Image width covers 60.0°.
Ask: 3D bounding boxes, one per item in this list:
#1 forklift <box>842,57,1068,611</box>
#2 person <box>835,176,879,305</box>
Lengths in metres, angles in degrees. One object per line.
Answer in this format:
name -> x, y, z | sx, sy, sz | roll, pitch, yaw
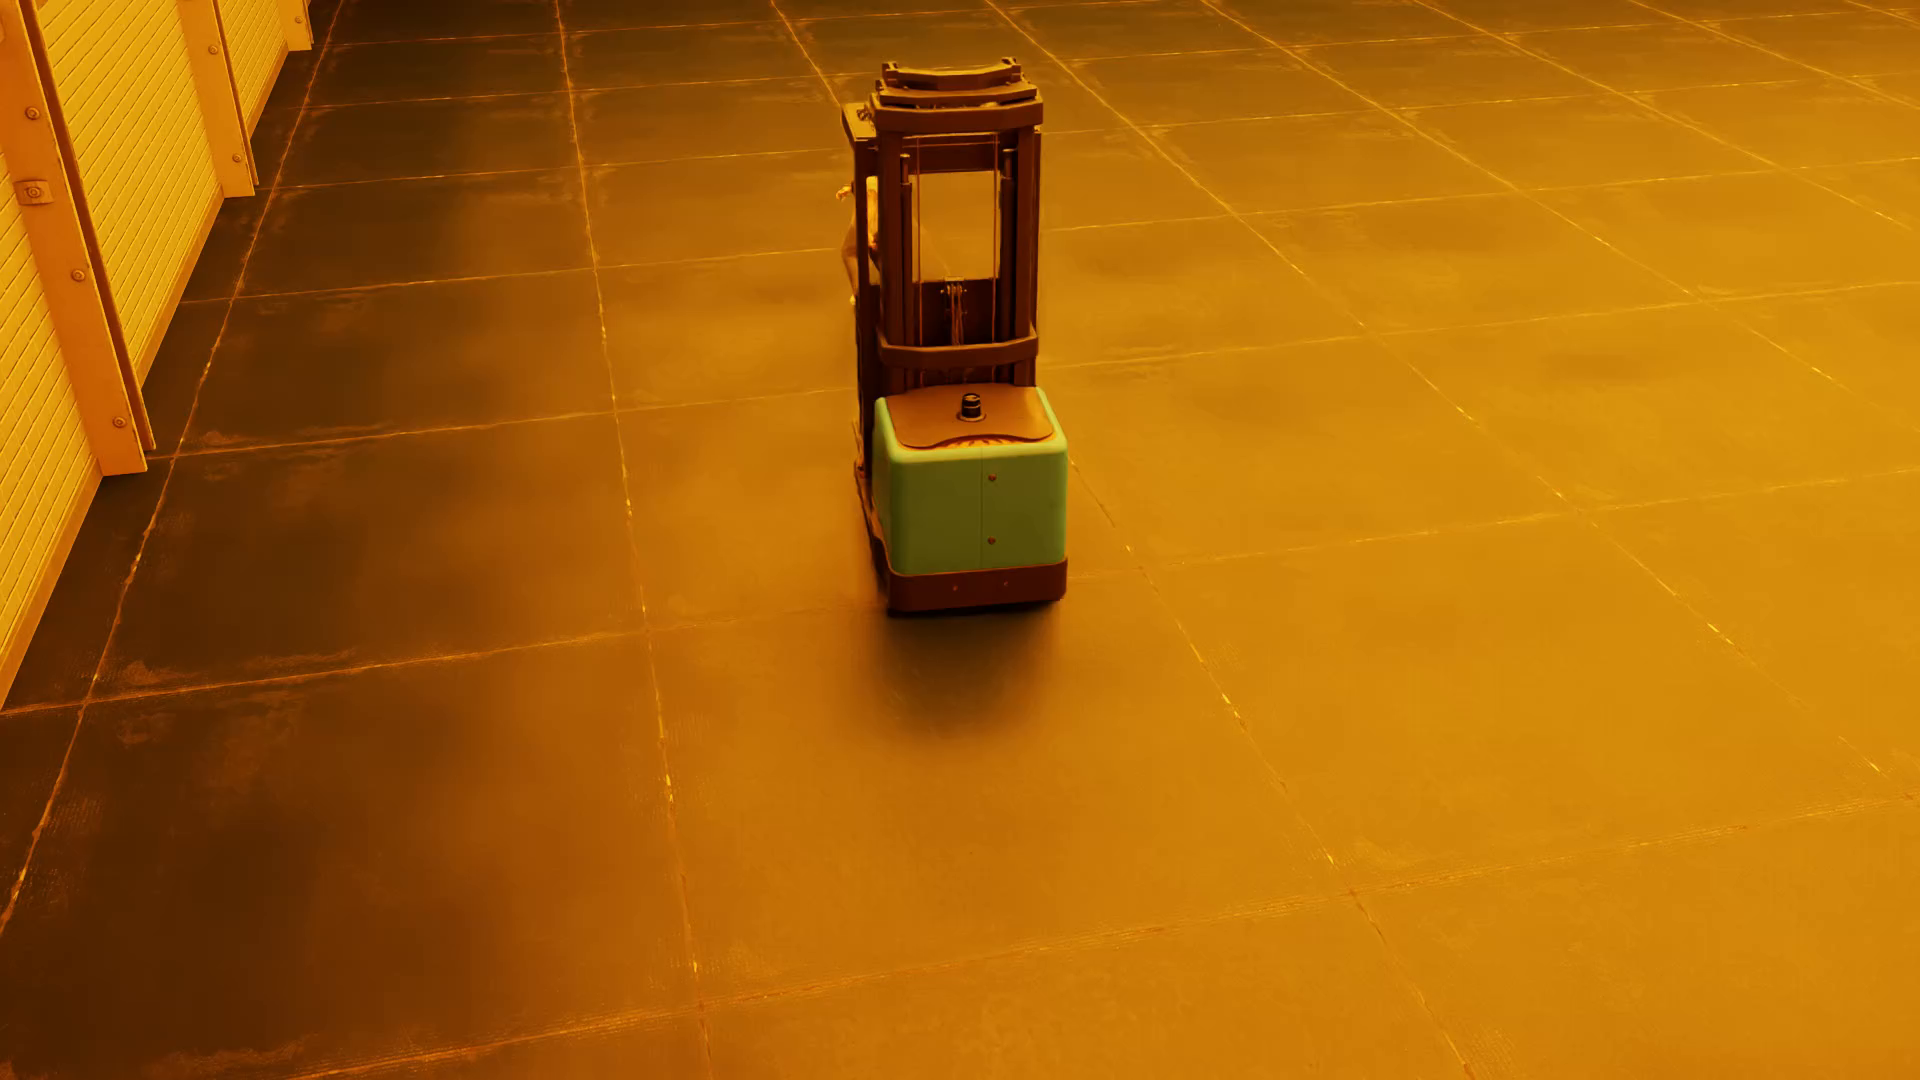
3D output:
forklift -> -0.114, -1.574, 10.293 | 1.130, 2.935, 3.031 | -5, 30, -8
person -> -0.719, -2.556, 13.335 | 0.522, 1.604, 0.711 | -24, 38, -35
